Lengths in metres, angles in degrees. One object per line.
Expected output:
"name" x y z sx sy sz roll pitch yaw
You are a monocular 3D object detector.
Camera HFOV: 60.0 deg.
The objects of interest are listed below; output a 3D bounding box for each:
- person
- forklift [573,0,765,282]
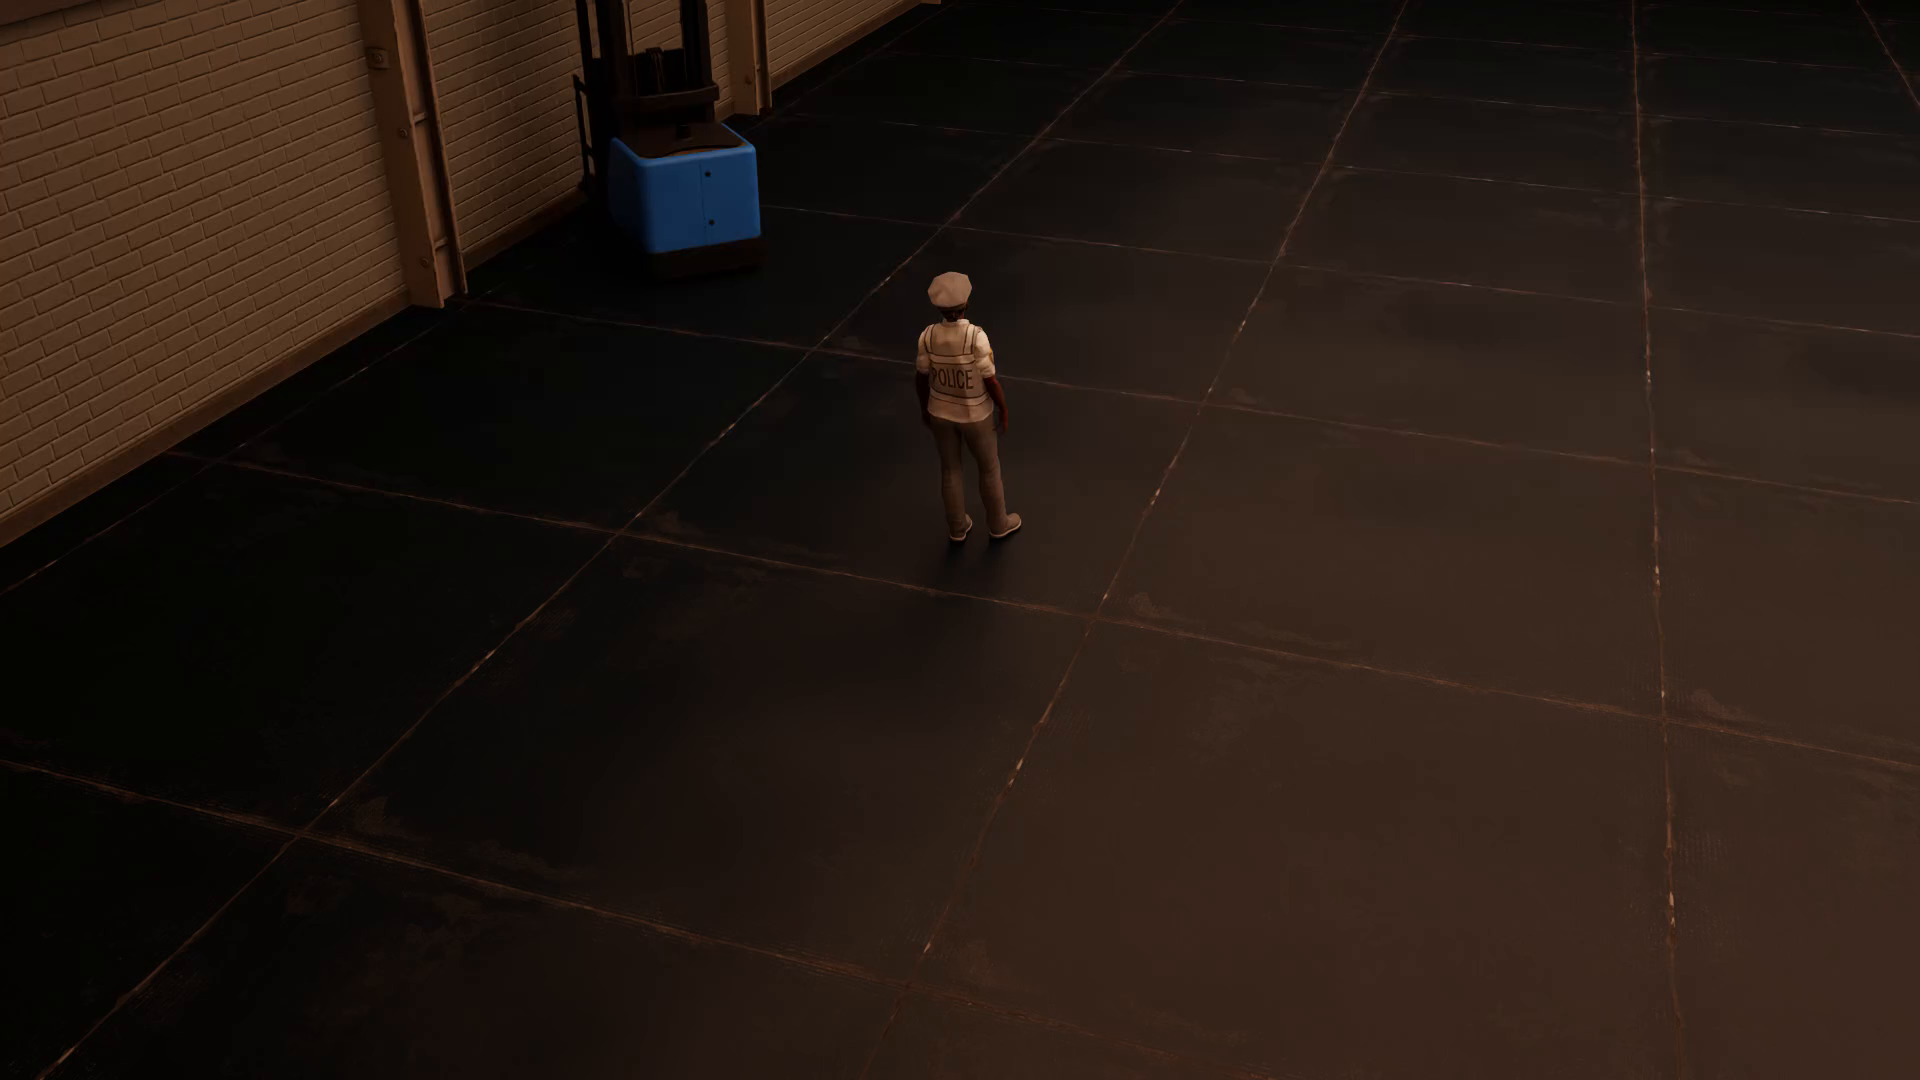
"person" 0.043 -0.773 9.729 0.569 1.692 0.530 10 31 16
"forklift" -2.766 -4.105 14.337 1.130 2.935 3.031 -14 32 -23
